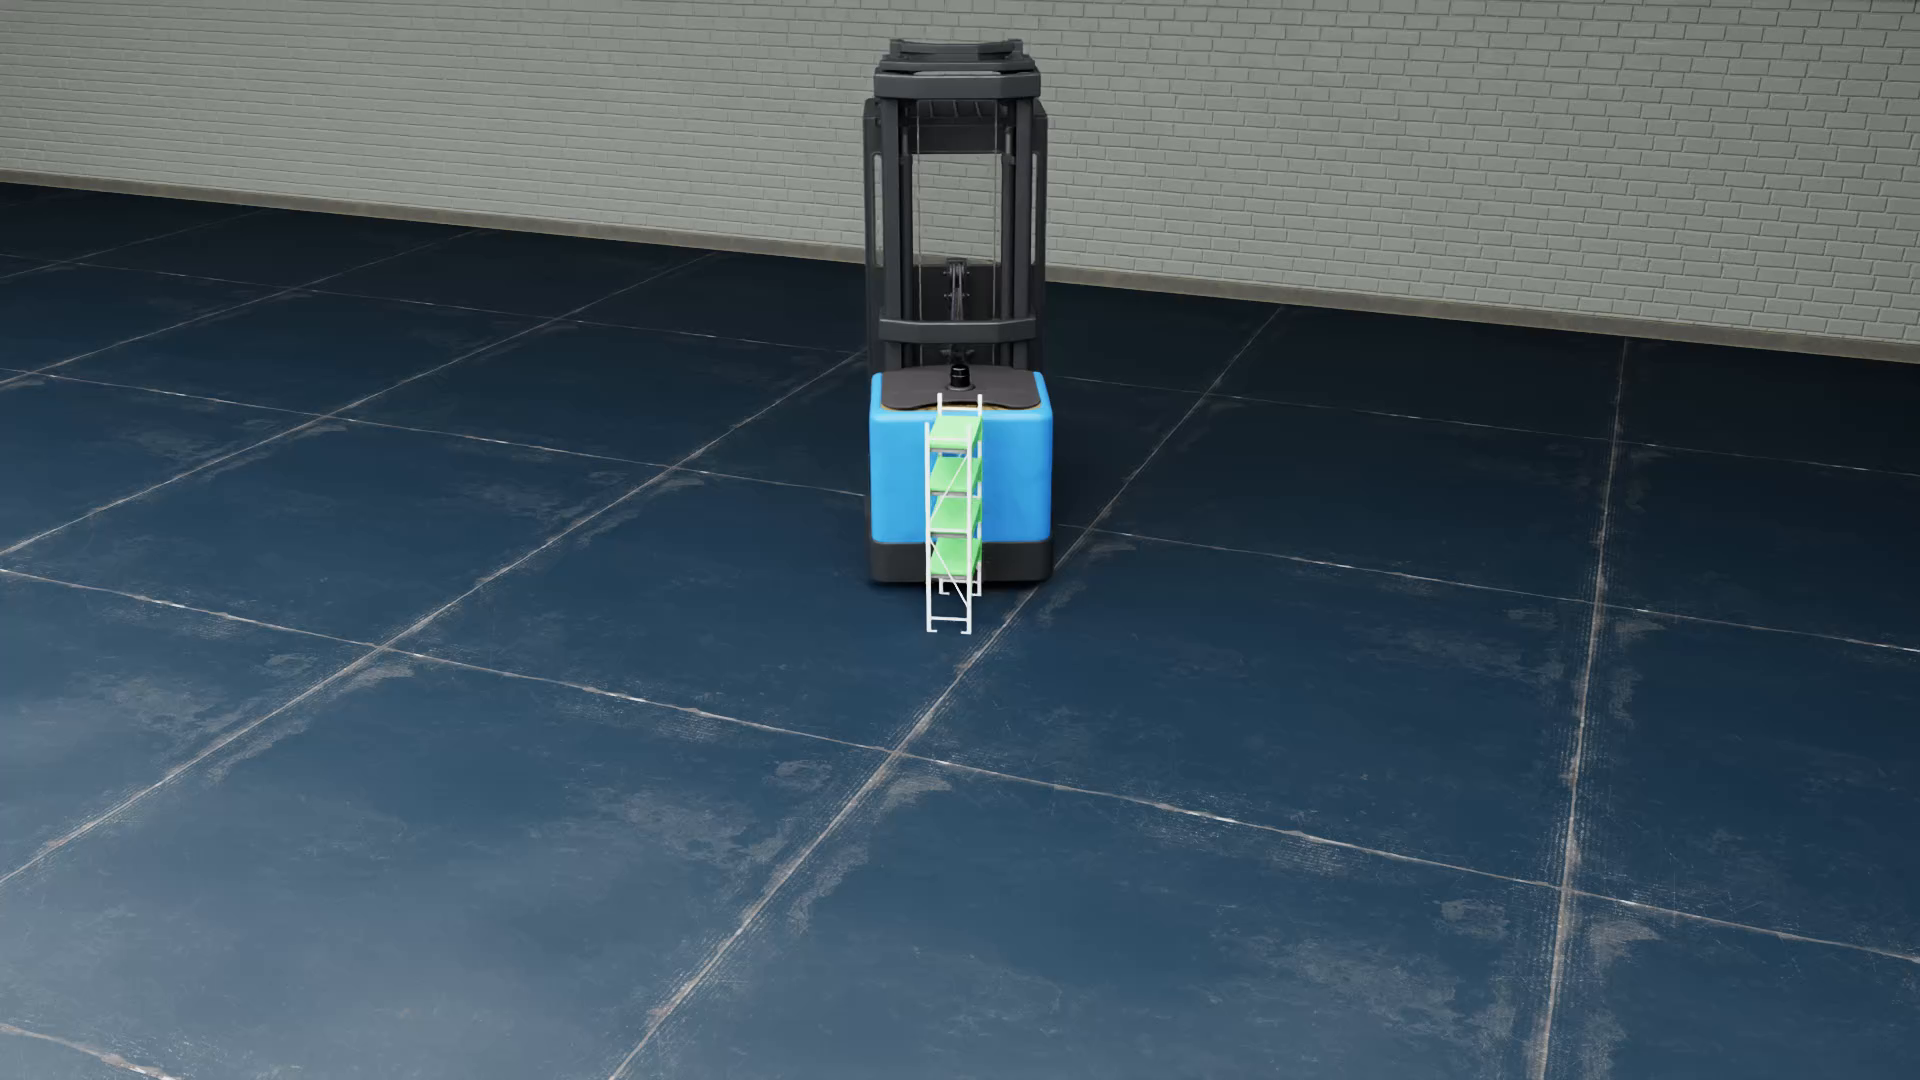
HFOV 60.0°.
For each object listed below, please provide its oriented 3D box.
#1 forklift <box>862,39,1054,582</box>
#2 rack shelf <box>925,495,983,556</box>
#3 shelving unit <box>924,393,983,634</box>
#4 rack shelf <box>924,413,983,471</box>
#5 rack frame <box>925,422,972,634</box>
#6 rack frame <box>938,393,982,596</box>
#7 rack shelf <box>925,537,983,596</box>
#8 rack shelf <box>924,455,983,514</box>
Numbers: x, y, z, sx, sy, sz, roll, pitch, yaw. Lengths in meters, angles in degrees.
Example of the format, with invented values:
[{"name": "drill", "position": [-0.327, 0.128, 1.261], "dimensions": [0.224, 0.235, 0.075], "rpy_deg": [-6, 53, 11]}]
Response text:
[{"name": "forklift", "position": [-0.036, -1.632, 10.354], "dimensions": [1.130, 2.935, 3.031], "rpy_deg": [-1, 23, -2]}, {"name": "rack shelf", "position": [-0.029, -0.084, 9.054], "dimensions": [0.258, 0.148, 0.480], "rpy_deg": [3, 23, 7]}, {"name": "shelving unit", "position": [-0.030, -0.143, 9.029], "dimensions": [0.258, 1.200, 0.503], "rpy_deg": [3, 23, 7]}, {"name": "rack shelf", "position": [-0.030, -0.525, 8.864], "dimensions": [0.258, 0.148, 0.480], "rpy_deg": [3, 23, 7]}, {"name": "rack frame", "position": [-0.060, -0.047, 8.806], "dimensions": [0.240, 1.200, 0.015], "rpy_deg": [3, 23, 7]}, {"name": "rack frame", "position": [0.001, -0.239, 9.251], "dimensions": [0.240, 1.200, 0.015], "rpy_deg": [3, 23, 7]}, {"name": "rack shelf", "position": [-0.029, 0.136, 9.148], "dimensions": [0.258, 0.148, 0.480], "rpy_deg": [3, 23, 7]}, {"name": "rack shelf", "position": [-0.030, -0.305, 8.959], "dimensions": [0.258, 0.148, 0.480], "rpy_deg": [3, 23, 7]}]
